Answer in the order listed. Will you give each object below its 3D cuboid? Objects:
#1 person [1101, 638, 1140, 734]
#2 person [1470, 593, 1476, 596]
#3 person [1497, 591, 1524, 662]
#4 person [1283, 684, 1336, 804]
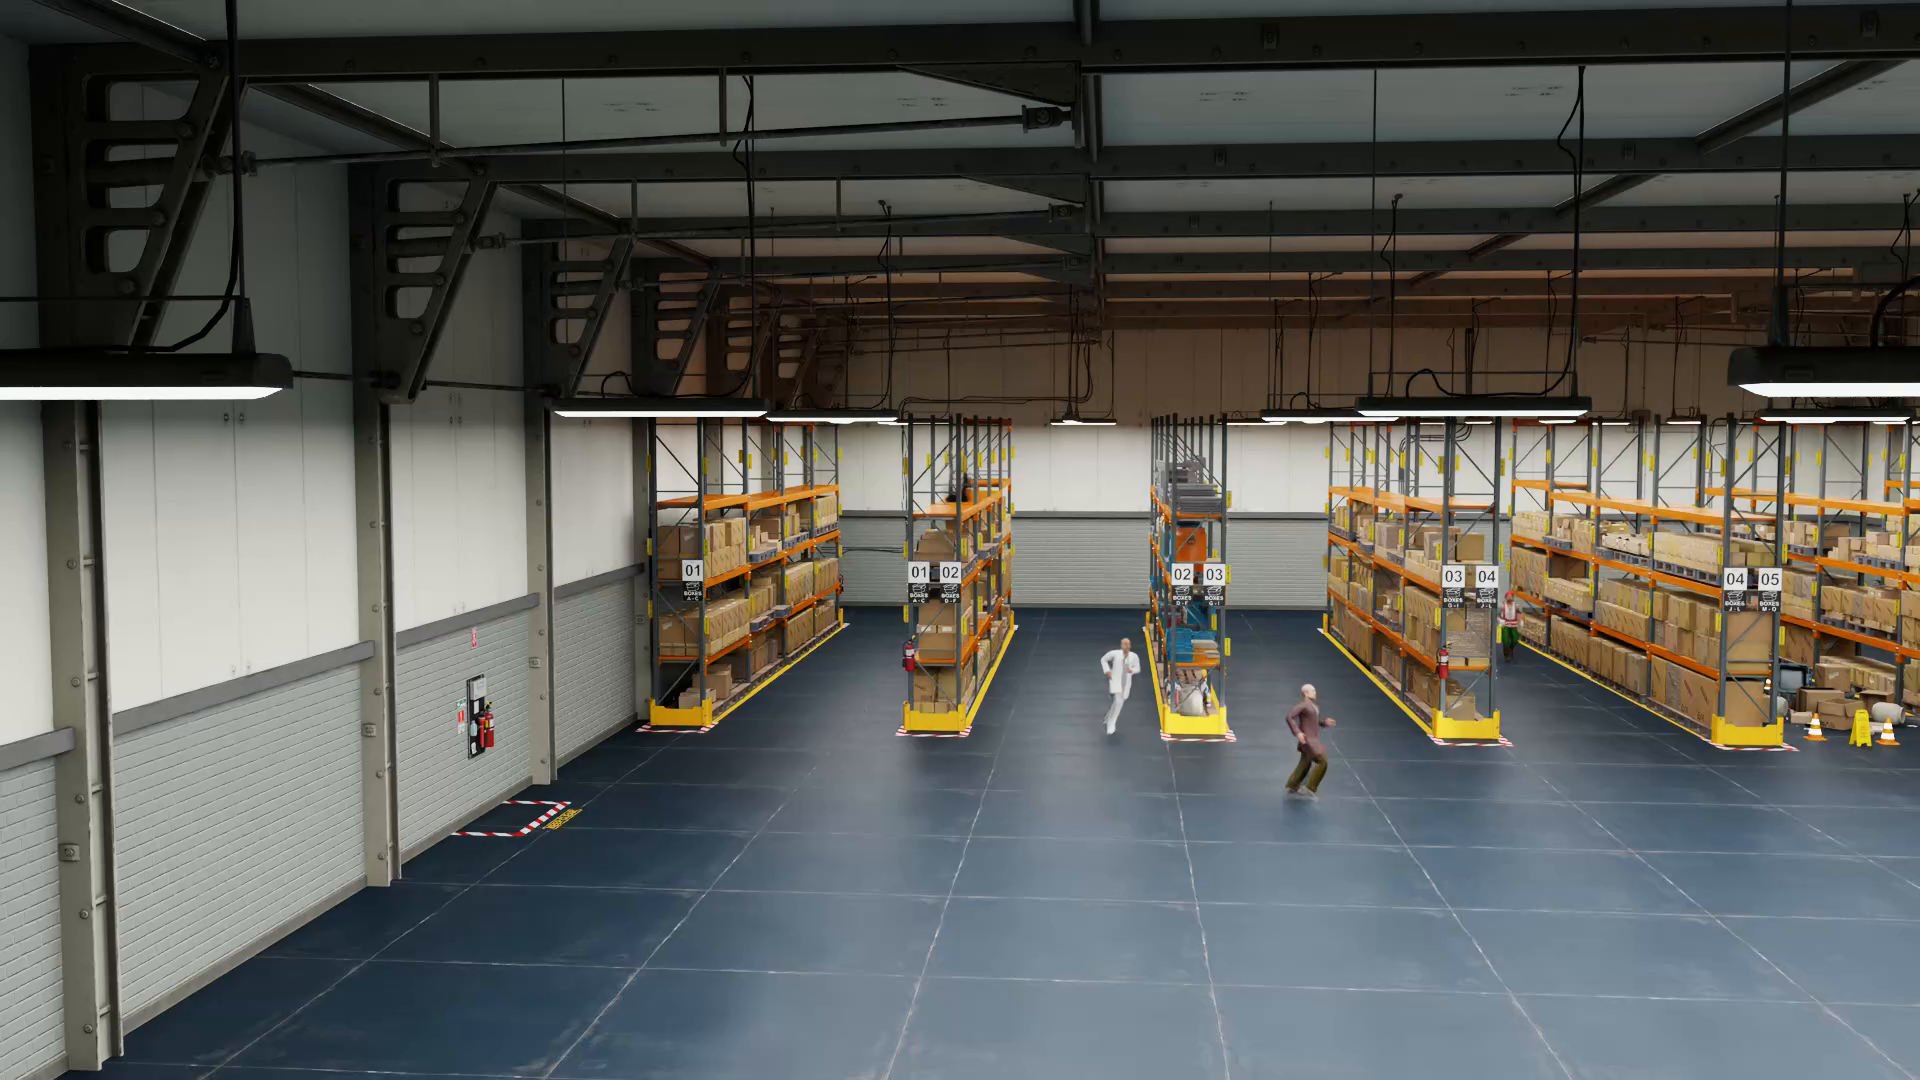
[{"bbox_3d":[3.040,2.750,31.424,0.679,1.816,0.727,-1,4,-20],"label":"person"},{"bbox_3d":[13.804,1.909,44.770,0.664,1.605,0.538,1,4,15],"label":"person"},{"bbox_3d":[13.429,2.116,40.631,0.708,1.742,0.624,1,4,8],"label":"person"},{"bbox_3d":[5.375,3.167,25.517,0.773,1.740,0.672,2,4,22],"label":"person"}]
